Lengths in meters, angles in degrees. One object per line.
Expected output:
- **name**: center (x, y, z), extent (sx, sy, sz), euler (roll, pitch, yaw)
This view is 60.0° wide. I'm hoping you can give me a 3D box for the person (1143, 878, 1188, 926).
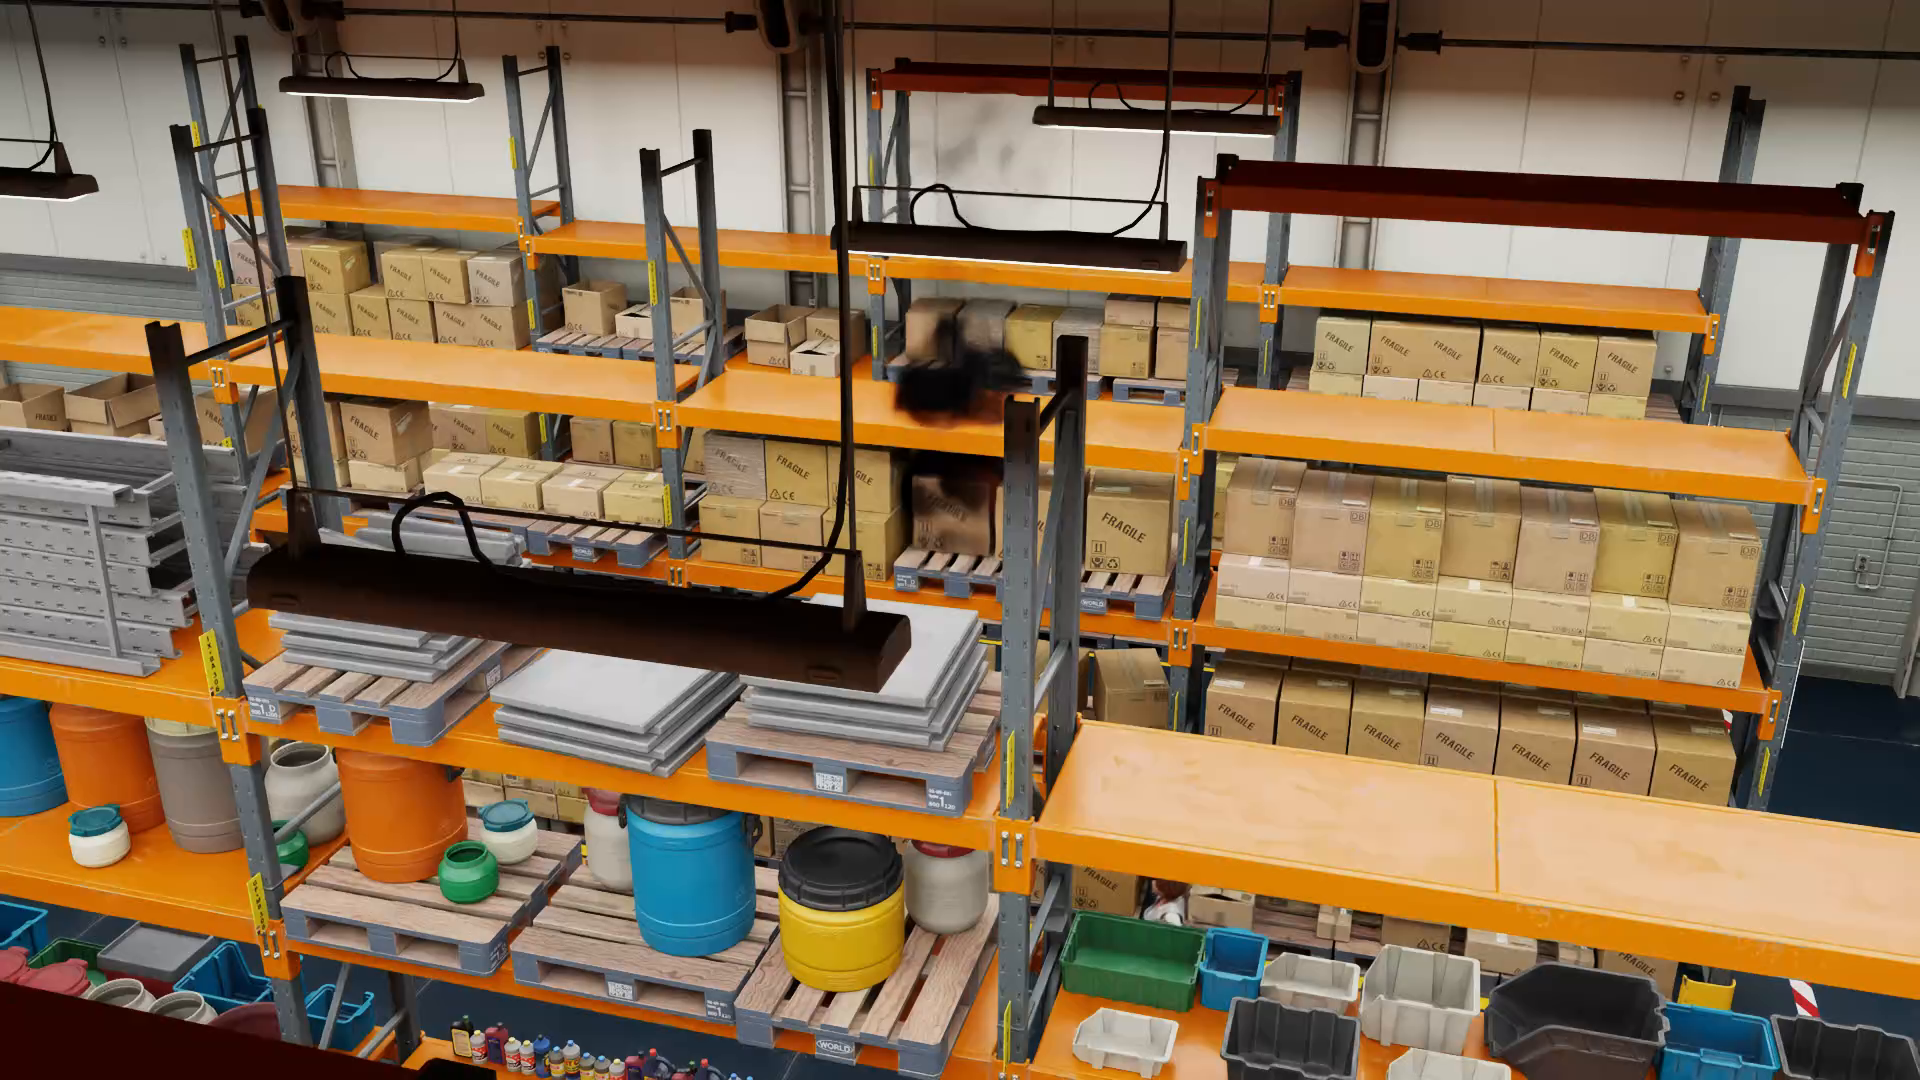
- **person**: center (1.384, 2.853, 11.173), extent (0.532, 1.518, 0.537), euler (3, 23, 6)
